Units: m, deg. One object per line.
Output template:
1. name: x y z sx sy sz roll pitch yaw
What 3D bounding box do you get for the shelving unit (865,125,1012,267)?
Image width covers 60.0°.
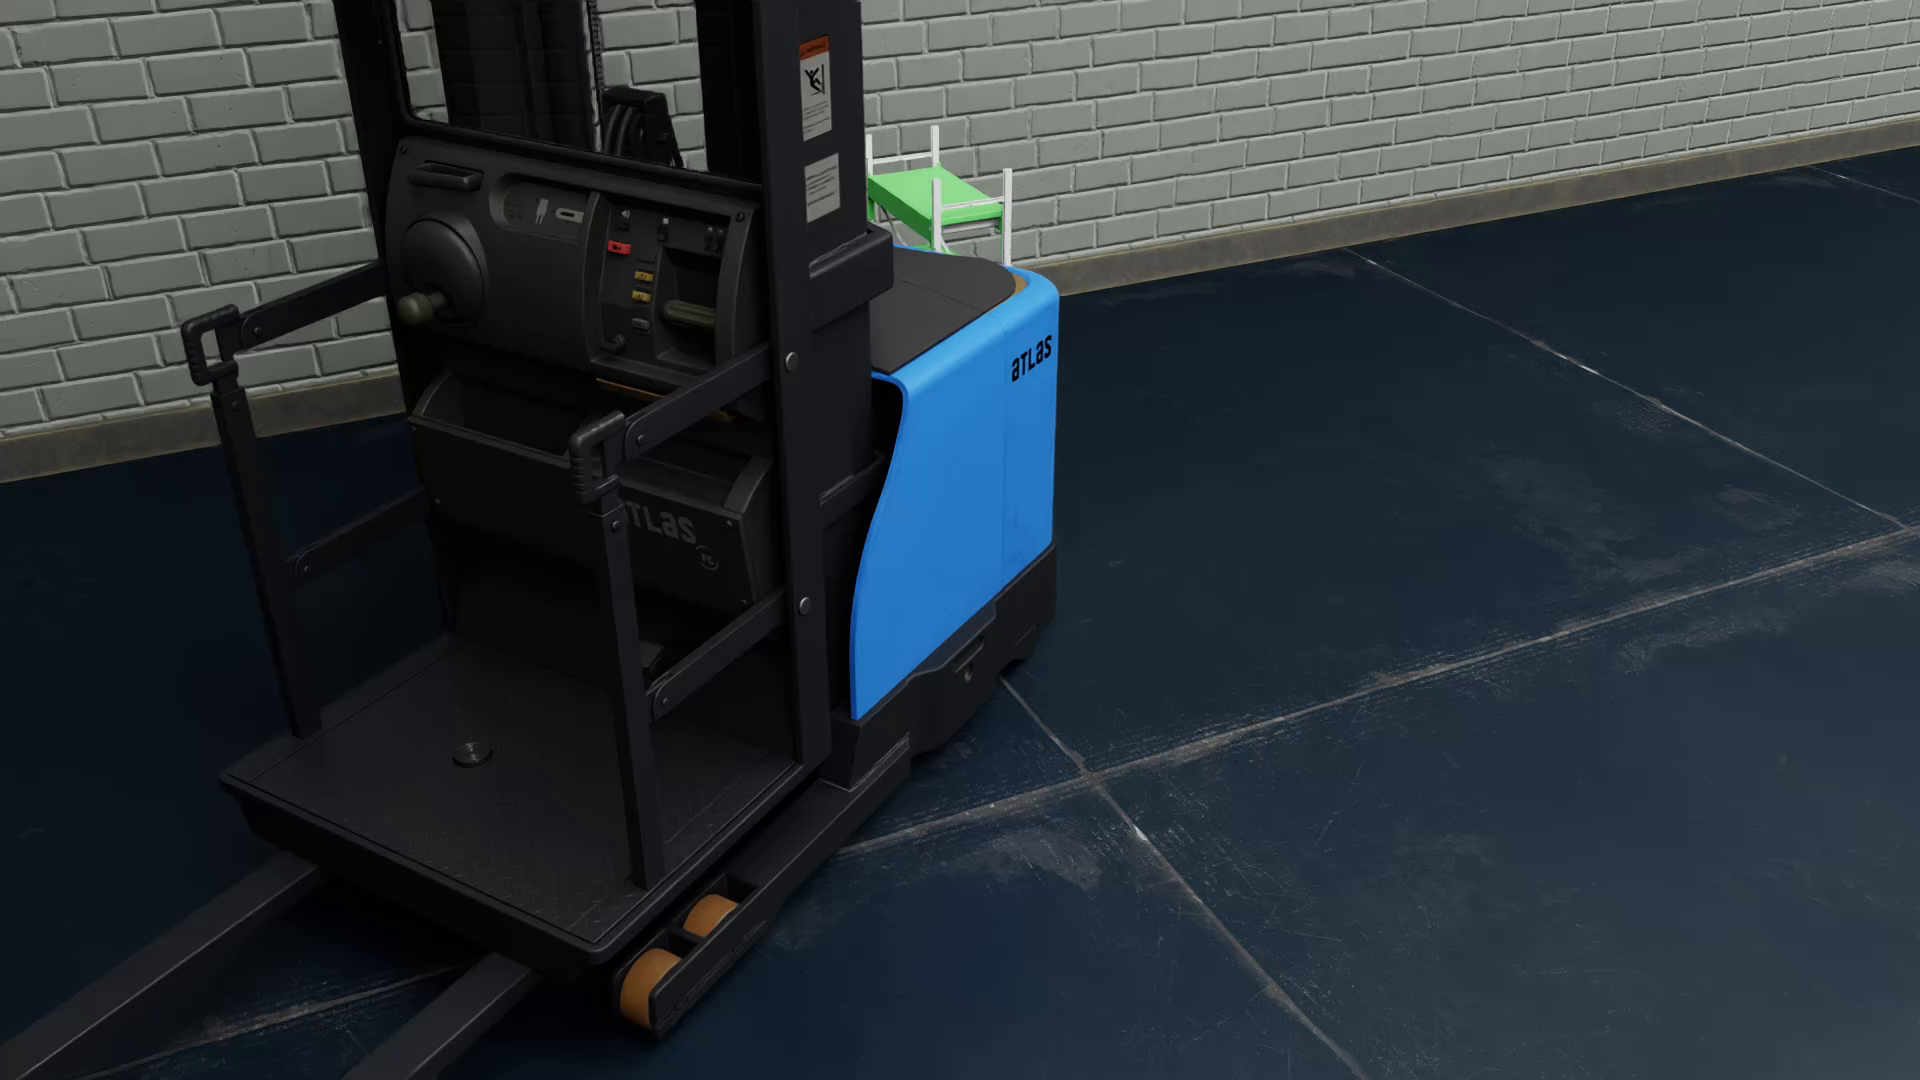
1. shelving unit: -0.071 -0.596 5.087 0.258 1.200 0.503 -13 32 -22

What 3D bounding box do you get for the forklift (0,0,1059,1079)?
1. forklift: -0.909 -0.521 3.183 1.130 2.935 3.031 16 33 26

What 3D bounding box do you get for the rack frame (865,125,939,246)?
1. rack frame: -0.176 -0.704 5.279 0.240 1.200 0.015 -13 32 -22

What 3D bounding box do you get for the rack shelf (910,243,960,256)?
1. rack shelf: -0.071 -0.750 5.001 0.258 0.148 0.480 -13 32 -22

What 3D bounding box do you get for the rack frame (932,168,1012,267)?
1. rack frame: 0.034 -0.489 4.895 0.240 1.200 0.015 -13 32 -22

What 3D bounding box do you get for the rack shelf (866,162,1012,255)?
1. rack shelf: -0.071 -0.959 4.883 0.258 0.148 0.480 -13 32 -22
